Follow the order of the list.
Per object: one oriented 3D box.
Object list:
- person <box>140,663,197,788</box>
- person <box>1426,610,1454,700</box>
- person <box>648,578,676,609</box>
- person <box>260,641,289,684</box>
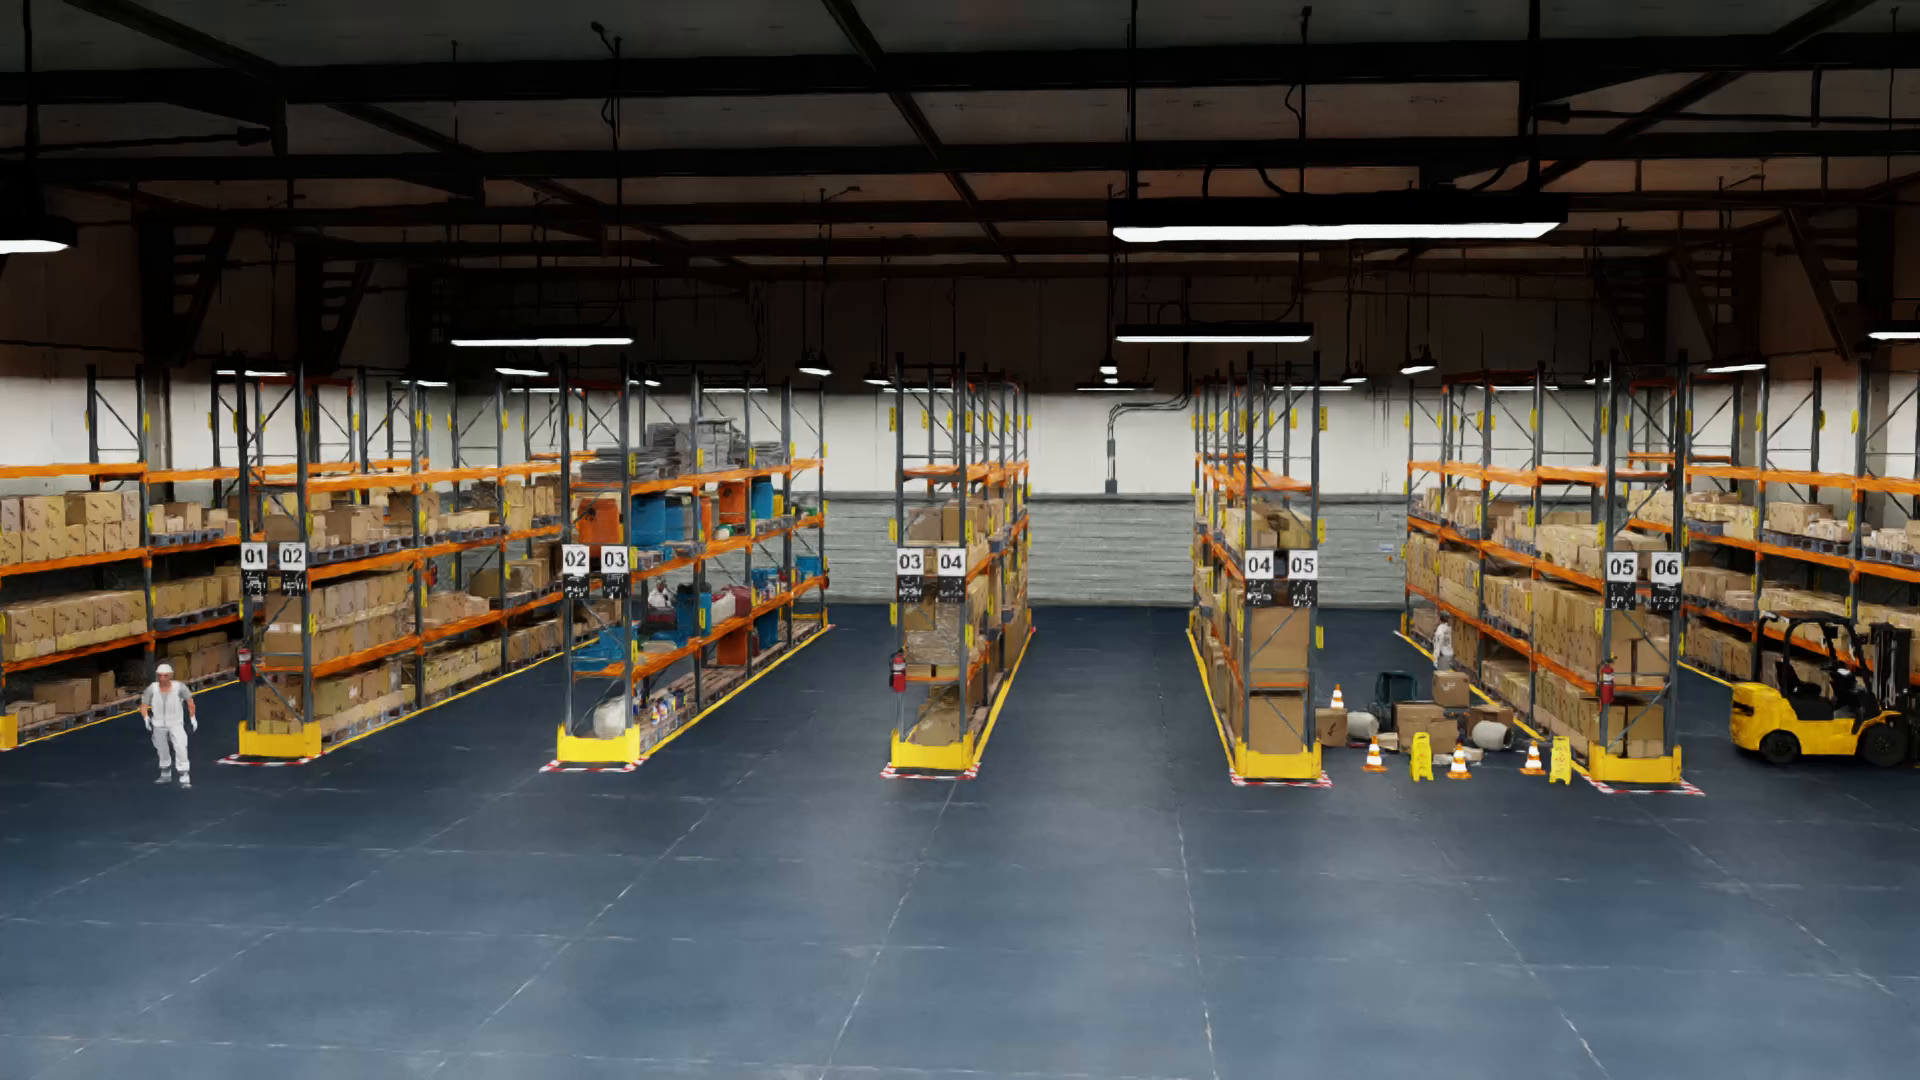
[{"bbox_3d":[-10.799,2.518,22.717,0.686,1.716,0.829,-1,4,-12],"label":"person"},{"bbox_3d":[8.498,2.076,29.359,0.550,1.652,0.586,2,5,31],"label":"person"},{"bbox_3d":[-6.348,1.637,35.442,0.686,1.704,0.867,1,4,11],"label":"person"},{"bbox_3d":[-11.537,2.204,28.108,0.598,1.619,0.507,0,4,4],"label":"person"}]
